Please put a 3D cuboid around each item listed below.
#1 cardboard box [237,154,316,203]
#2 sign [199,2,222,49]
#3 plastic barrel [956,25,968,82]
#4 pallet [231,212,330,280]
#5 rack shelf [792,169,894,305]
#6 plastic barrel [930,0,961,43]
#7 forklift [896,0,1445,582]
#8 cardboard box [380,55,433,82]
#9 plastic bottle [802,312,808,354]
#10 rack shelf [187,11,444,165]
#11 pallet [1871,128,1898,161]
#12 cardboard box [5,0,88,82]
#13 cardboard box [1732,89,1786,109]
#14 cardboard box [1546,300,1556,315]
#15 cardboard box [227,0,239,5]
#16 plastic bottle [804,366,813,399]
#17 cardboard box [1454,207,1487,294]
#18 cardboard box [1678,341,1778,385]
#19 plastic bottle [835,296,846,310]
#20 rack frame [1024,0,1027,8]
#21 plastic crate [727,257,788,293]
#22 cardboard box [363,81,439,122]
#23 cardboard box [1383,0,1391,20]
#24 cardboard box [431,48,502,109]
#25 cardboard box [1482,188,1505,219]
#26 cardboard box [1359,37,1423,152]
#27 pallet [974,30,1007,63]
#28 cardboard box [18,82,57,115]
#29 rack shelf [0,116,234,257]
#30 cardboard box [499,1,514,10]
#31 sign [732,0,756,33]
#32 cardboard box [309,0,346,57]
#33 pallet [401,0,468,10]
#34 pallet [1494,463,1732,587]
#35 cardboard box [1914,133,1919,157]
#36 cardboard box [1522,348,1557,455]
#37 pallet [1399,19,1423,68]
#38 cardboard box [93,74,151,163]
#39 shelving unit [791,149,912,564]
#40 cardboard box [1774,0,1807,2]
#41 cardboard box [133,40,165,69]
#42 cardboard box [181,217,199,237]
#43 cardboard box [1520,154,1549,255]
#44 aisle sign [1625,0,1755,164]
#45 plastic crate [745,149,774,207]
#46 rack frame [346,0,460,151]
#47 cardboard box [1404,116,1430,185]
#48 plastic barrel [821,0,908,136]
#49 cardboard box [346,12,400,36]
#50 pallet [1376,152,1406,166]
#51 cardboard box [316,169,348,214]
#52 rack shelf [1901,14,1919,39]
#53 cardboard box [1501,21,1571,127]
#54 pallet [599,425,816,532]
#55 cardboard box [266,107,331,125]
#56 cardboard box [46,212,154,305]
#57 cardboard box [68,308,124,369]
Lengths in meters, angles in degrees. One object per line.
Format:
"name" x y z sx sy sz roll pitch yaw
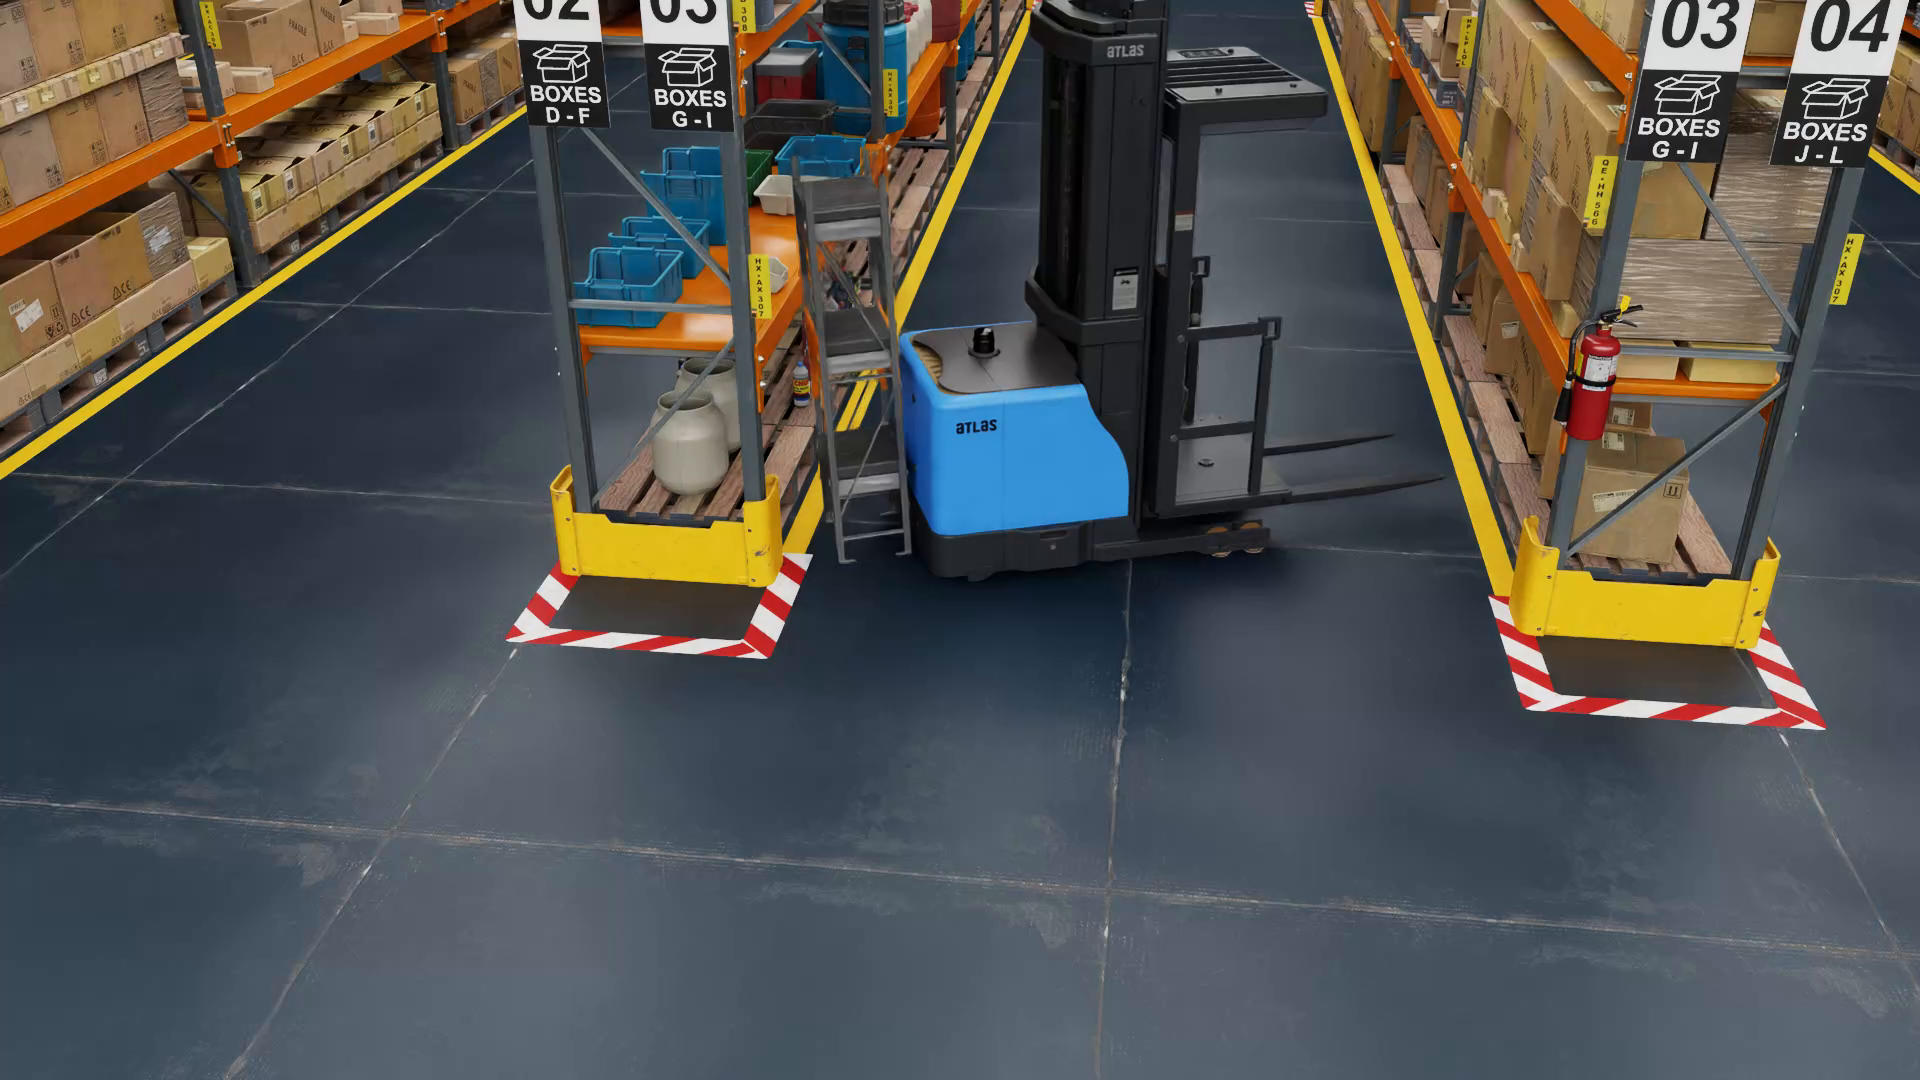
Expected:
"cardboard box" -5.578 -2.953 13.434 0.500 0.311 0.500 3 28 6
"sign" -5.391 -3.701 11.961 0.100 0.325 0.005 3 28 6
"plastic barrel" -0.217 -5.466 18.002 0.600 0.901 0.708 3 28 6
"pallet" -5.891 -2.438 13.553 1.003 0.211 1.213 3 28 6
"rack shelf" -0.593 -1.539 8.424 0.431 0.518 0.480 -8 29 -9
"plastic barrel" -0.293 -4.734 14.731 0.600 0.536 0.708 3 28 6
"forklift" 1.209 -1.432 8.818 3.031 2.935 1.130 -7 29 -12
"cardboard box" -5.570 -4.747 17.070 0.500 0.500 0.500 4 29 8
"plastic bottle" -1.012 -1.392 11.072 0.061 0.283 0.133 3 28 6
"rack shelf" -5.697 -3.941 14.162 1.077 0.370 4.000 3 28 6
"pallet" 9.539 -3.999 16.451 1.003 0.211 1.213 3 28 6
"cardboard box" -6.113 -3.249 10.645 0.700 0.500 0.500 3 28 6
"cardboard box" 3.805 -1.950 8.233 0.500 0.500 0.500 3 28 6
"cardboard box" 3.286 -1.247 8.667 0.380 0.149 0.250 3 28 6
"cardboard box" -9.621 -7.035 21.339 0.700 0.500 0.500 3 28 6
"plastic bottle" -0.973 -0.990 10.412 0.097 0.201 0.097 0 28 0
"cardboard box" 3.986 -2.120 12.195 0.700 0.500 0.500 1 28 2
"cardboard box" 3.670 -0.866 7.960 0.380 0.149 0.250 3 28 6
"plastic bottle" -0.822 -1.536 11.338 0.061 0.283 0.133 5 29 10
"rack frame" 0.444 -8.676 22.191 1.000 3.000 0.127 3 28 6
"plastic crate" -1.088 -1.431 9.021 0.298 0.136 0.250 3 28 6
"cardboard box" -5.272 -4.160 15.674 0.500 0.311 0.500 4 29 8
"cardboard box" 4.261 -5.147 15.536 0.500 0.500 0.500 3 28 6
"cardboard box" -5.054 -4.737 17.052 0.500 0.500 0.500 2 28 4
"cardboard box" 3.425 -2.075 10.204 0.380 0.149 0.250 3 28 6
"cardboard box" 4.484 -4.195 15.672 1.225 0.875 0.875 2 28 4
"pallet" 0.005 -5.914 20.004 1.003 0.211 1.213 3 28 6
"cardboard box" -5.950 -2.783 10.464 0.380 0.149 0.250 4 29 8
"rack shelf" -6.187 -2.059 10.667 1.077 0.370 4.000 3 28 6
"cardboard box" -5.263 -5.962 19.326 0.500 0.500 0.500 2 28 4
"sign" -0.971 -2.435 7.435 0.100 0.325 0.005 3 28 6
"cardboard box" -5.641 -4.453 14.247 0.500 0.500 0.500 2 28 3
"pallet" -5.439 -5.438 16.384 1.213 0.211 1.003 3 28 6
"pallet" 3.543 -0.045 9.111 1.003 0.211 1.213 3 28 6
"cardboard box" 9.111 -3.696 15.140 0.500 0.500 0.500 3 28 6
"cardboard box" 3.627 -0.811 9.785 0.500 0.500 0.500 6 29 11
"pallet" 4.398 -4.196 14.078 1.213 0.211 1.003 3 28 6
"cardboard box" -6.048 -2.903 11.370 0.700 0.500 0.500 3 28 6
"shelving unit" -0.560 -0.936 8.749 0.431 2.100 0.503 -8 29 -9
"cardboard box" 3.662 -2.403 7.122 0.380 0.149 0.250 3 28 6
"cardboard box" -5.795 -3.390 11.590 0.380 0.149 0.250 3 28 5
"cardboard box" -6.179 -2.503 13.190 0.500 0.250 0.500 3 28 6
"cardboard box" 3.540 -1.764 8.942 0.875 0.500 0.500 3 28 6
"aisle sign" 3.094 -1.989 7.039 0.394 0.787 0.004 3 28 6
"plastic crate" -1.473 -2.311 10.601 0.450 0.188 0.662 3 28 6
"rack frame" -5.452 -5.200 15.739 1.000 3.000 0.127 3 28 6
"cardboard box" 4.317 -3.399 14.568 0.700 0.500 0.500 2 28 4
"plastic barrel" -0.679 -3.412 11.892 0.600 0.901 0.708 3 28 6
"cardboard box" -5.288 -4.650 14.983 0.380 0.149 0.250 3 28 6
"pallet" 4.551 -3.761 16.009 1.003 0.211 1.213 3 28 6
"cardboard box" -5.522 -2.951 14.022 0.500 0.250 0.500 3 28 5
"rack shelf" 9.534 -4.911 15.962 1.077 0.370 4.000 3 28 6
"cardboard box" 3.460 -2.687 9.601 0.500 0.500 0.500 3 28 6
"pallet" -1.449 -0.337 9.653 1.003 0.211 1.213 3 28 6
"cardboard box" -5.928 -3.704 14.827 0.500 0.311 0.500 3 28 5
"cardboard box" -5.912 -1.920 11.317 0.500 0.500 0.500 3 28 6
"cardboard box" -5.960 -1.354 11.057 0.500 0.250 0.500 3 28 6
